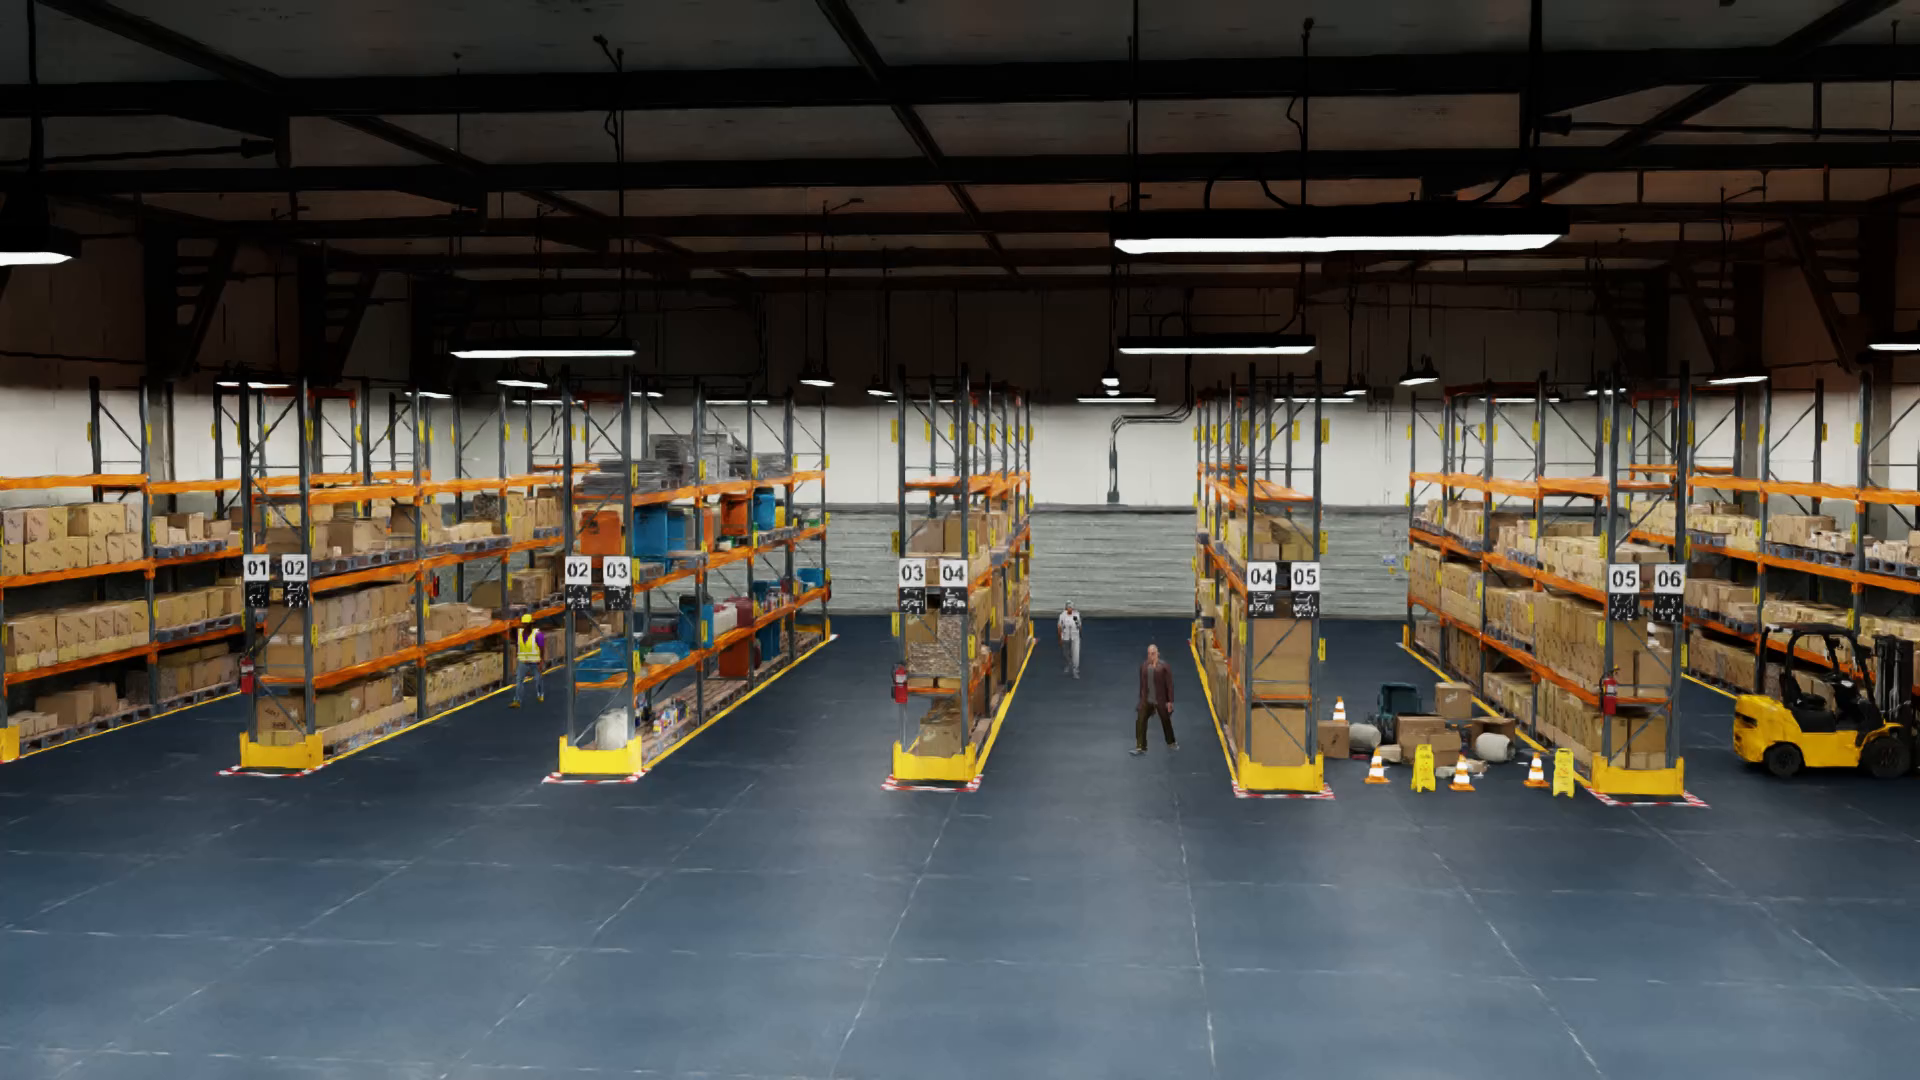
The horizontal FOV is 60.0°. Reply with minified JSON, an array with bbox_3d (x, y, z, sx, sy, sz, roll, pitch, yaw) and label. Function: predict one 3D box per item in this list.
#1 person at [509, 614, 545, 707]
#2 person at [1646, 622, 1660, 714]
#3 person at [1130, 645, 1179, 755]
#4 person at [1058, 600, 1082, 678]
[{"bbox_3d":[-7.907,2.189,30.520,0.575,1.689,1.128,0,4,3],"label":"person"},{"bbox_3d":[11.705,2.281,28.371,0.576,1.768,0.626,3,5,37],"label":"person"},{"bbox_3d":[3.054,2.480,25.931,0.636,1.723,1.046,2,4,26],"label":"person"},{"bbox_3d":[2.257,2.006,34.160,0.497,1.583,1.090,1,4,8],"label":"person"}]
